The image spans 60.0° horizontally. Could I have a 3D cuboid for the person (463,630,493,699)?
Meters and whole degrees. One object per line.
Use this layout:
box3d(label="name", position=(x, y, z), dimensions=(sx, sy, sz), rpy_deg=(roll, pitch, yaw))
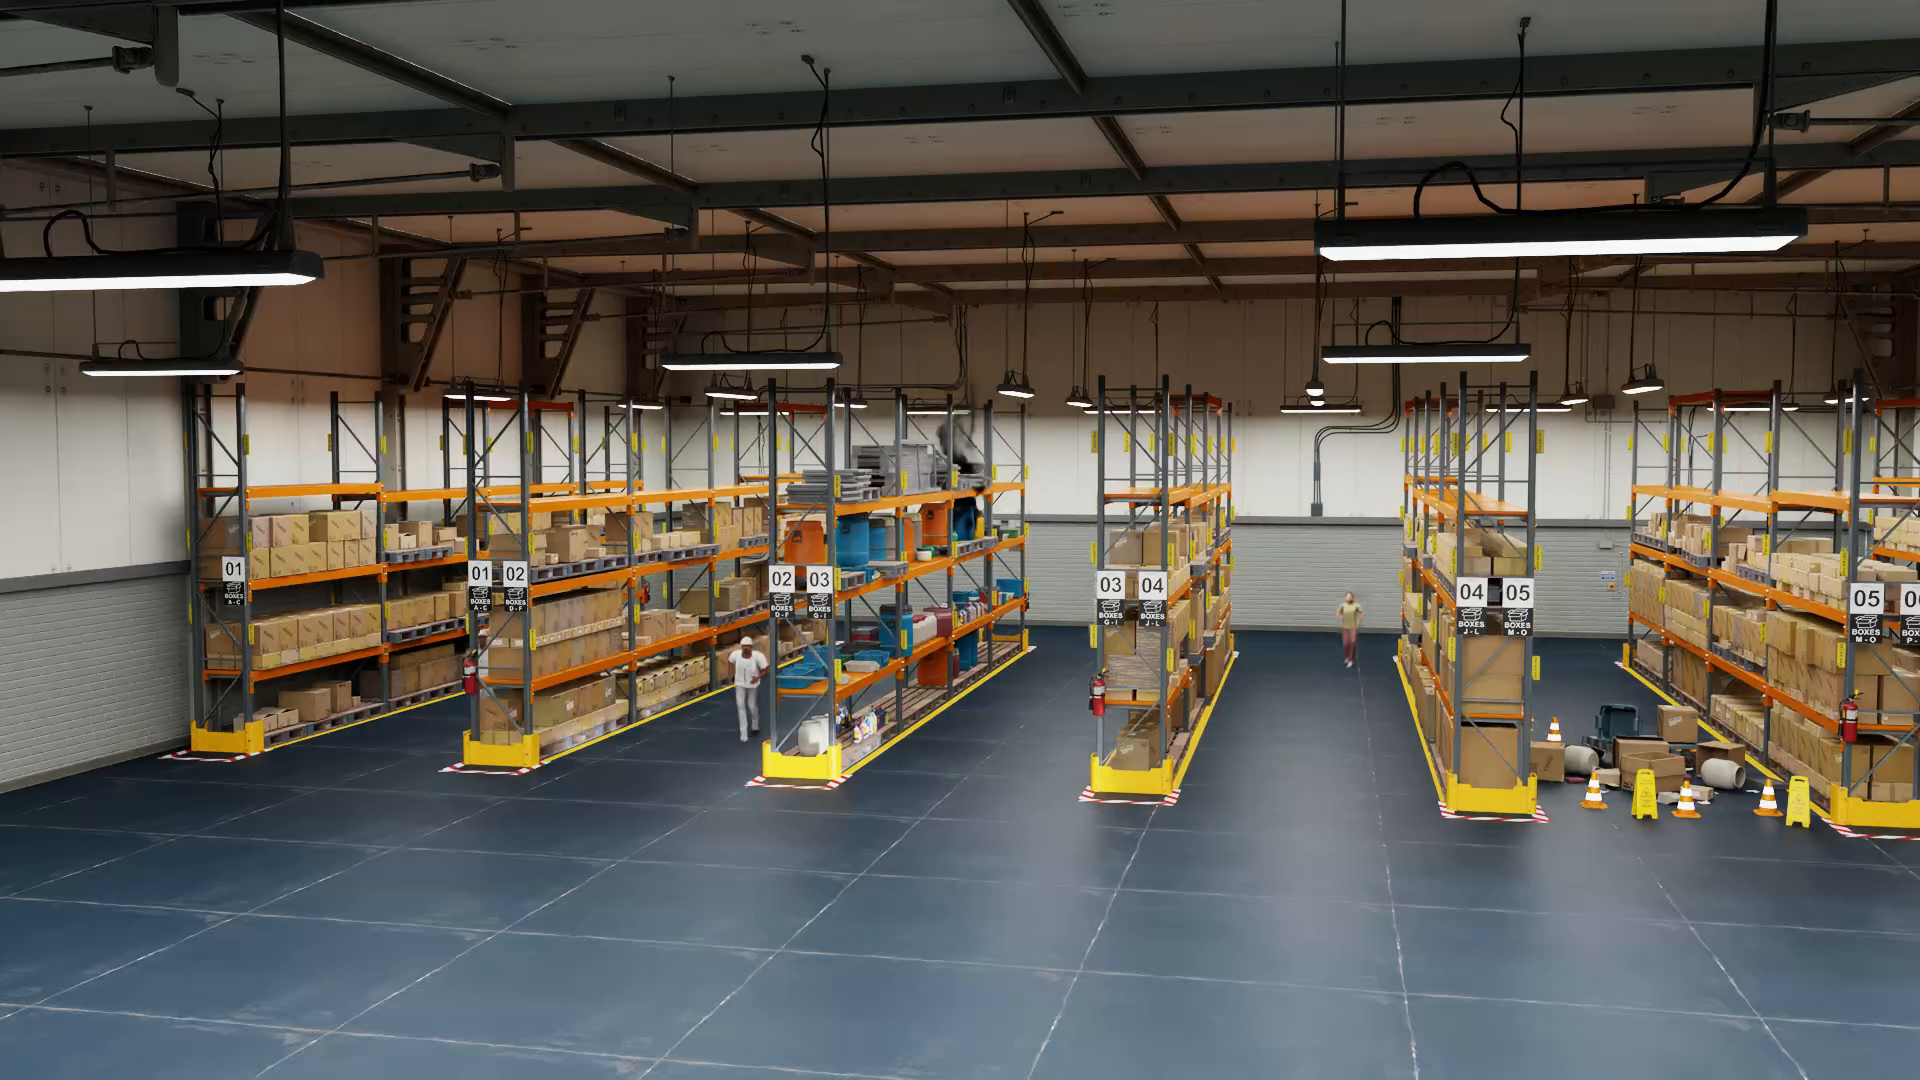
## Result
box3d(label="person", position=(-8.374, 2.458, 29.107), dimensions=(0.682, 1.770, 0.651), rpy_deg=(0, 3, -3))

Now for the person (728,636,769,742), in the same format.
box3d(label="person", position=(-3.625, 2.505, 28.485), dimensions=(0.716, 1.758, 1.011), rpy_deg=(0, 3, 5))

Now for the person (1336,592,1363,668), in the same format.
box3d(label="person", position=(8.785, 2.005, 37.574), dimensions=(0.597, 1.679, 0.870), rpy_deg=(1, 3, 18))
